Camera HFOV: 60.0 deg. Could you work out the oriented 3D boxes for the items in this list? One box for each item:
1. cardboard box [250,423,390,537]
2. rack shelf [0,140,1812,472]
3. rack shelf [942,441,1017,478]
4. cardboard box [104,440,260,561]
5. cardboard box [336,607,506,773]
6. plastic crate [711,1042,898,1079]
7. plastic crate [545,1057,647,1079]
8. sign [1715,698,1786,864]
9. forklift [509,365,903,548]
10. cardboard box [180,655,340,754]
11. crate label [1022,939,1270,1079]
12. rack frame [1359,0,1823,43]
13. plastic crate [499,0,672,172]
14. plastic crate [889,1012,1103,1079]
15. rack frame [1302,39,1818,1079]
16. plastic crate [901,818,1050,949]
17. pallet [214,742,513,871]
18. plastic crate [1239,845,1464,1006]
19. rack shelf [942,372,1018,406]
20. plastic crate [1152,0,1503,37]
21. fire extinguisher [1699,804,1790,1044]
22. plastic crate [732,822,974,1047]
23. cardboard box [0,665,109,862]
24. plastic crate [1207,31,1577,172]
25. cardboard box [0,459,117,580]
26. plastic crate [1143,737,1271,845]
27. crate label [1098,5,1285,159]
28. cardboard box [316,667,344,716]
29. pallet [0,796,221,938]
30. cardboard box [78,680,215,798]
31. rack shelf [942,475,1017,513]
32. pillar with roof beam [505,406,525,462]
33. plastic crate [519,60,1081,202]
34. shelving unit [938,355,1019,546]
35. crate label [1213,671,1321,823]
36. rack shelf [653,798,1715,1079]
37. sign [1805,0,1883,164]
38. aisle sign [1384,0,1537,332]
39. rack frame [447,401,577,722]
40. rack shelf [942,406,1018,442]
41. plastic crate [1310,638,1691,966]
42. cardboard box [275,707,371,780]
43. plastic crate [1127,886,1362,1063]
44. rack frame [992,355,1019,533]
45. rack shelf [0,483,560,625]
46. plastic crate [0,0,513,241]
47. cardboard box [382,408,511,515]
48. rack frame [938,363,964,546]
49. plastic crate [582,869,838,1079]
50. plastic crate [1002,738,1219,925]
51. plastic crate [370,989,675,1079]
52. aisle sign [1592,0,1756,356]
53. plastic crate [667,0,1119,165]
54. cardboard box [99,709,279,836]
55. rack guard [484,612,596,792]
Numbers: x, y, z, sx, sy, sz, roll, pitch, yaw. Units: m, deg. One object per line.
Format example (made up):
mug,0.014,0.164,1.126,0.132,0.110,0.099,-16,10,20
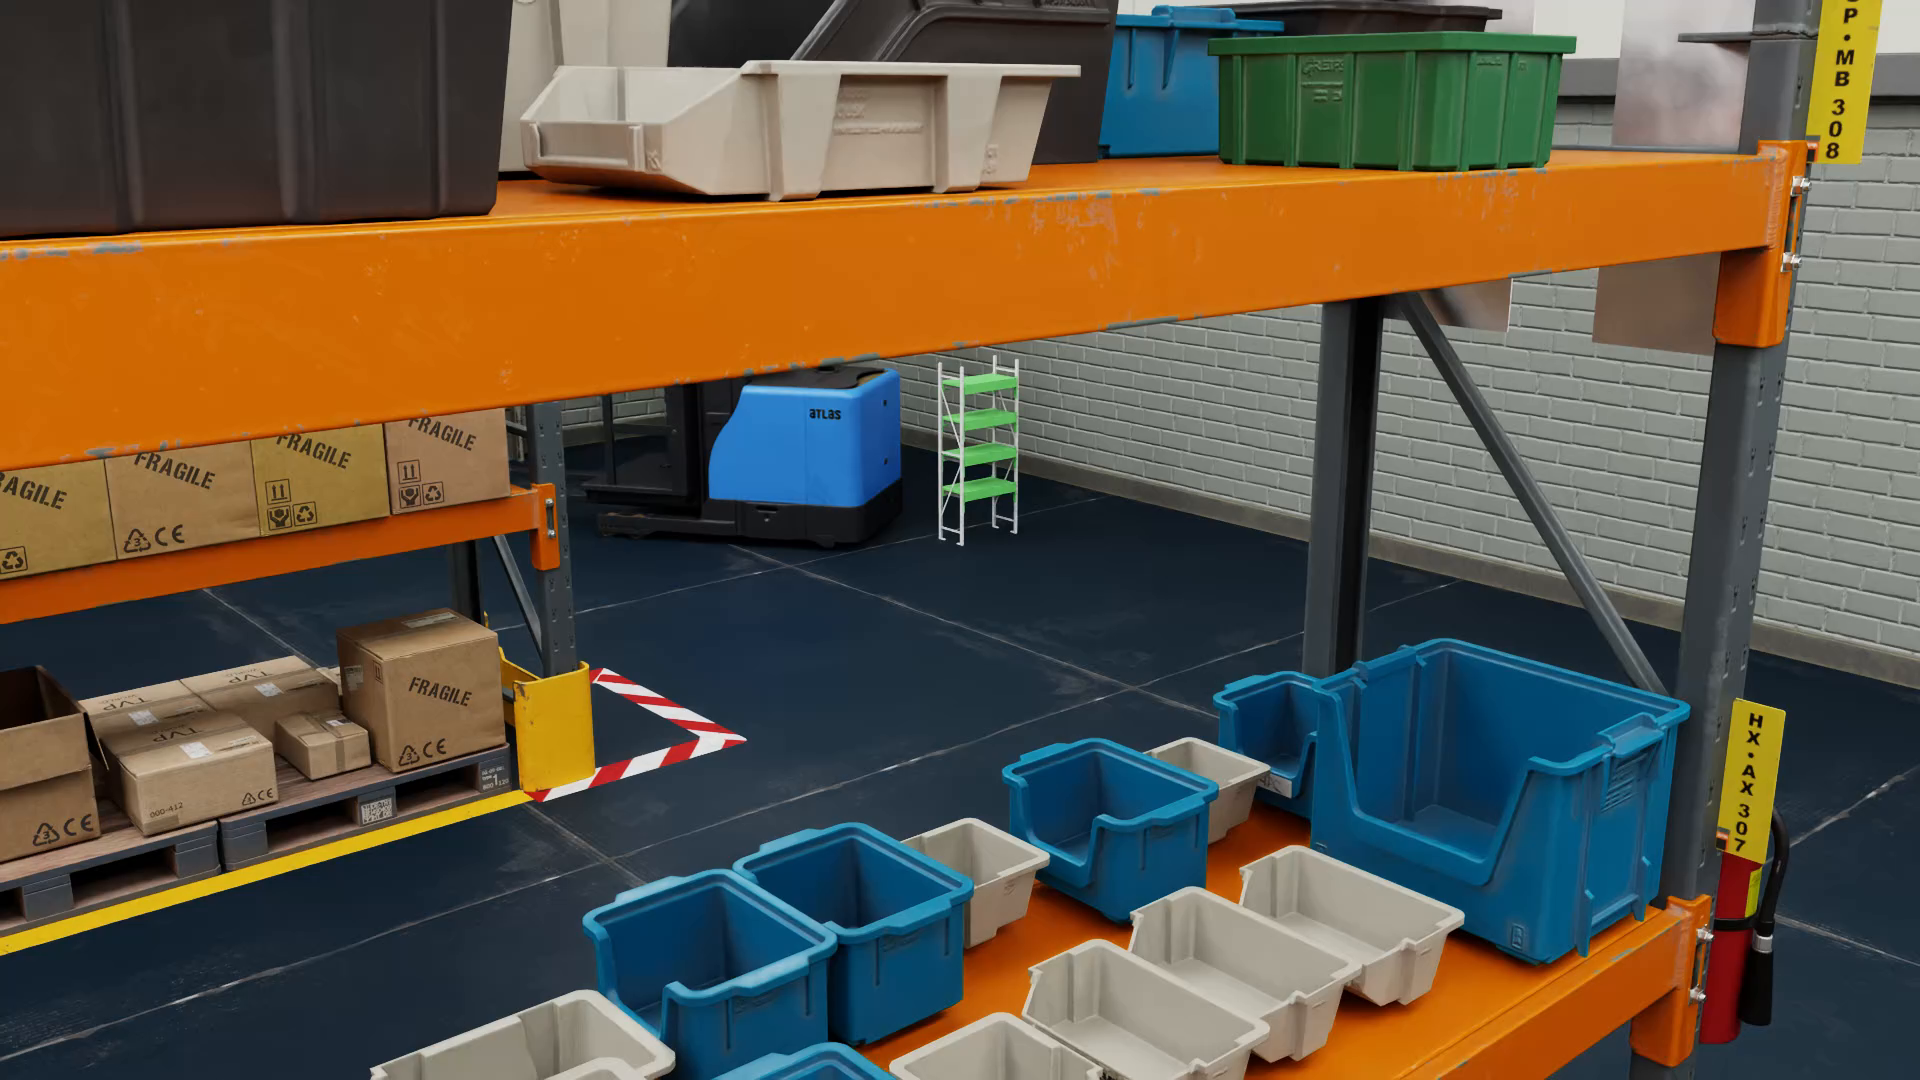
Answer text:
cardboard box,-2.594,-0.340,6.516,0.500,0.500,0.500,-12,19,-39
rack shelf,-0.306,-0.307,2.168,4.000,0.370,1.077,-13,19,-39
rack shelf,0.125,-0.546,11.217,0.480,0.148,0.258,-13,19,-39
cardboard box,-2.974,-0.256,6.204,0.500,0.500,0.500,-12,19,-39
cardboard box,-2.295,0.626,7.085,0.500,0.500,0.500,-13,19,-39
plastic crate,-0.178,0.906,2.255,0.300,0.233,0.416,-13,19,-39
plastic crate,-0.542,0.939,2.036,0.530,0.282,0.437,-13,19,-39
sign,1.576,0.481,3.319,0.005,0.325,0.100,-13,19,-39
forklift,-1.977,-1.551,11.377,3.031,2.935,1.130,4,15,14
cardboard box,-3.020,0.728,7.186,0.500,0.250,0.500,-13,19,-39
crate label,0.284,0.826,2.740,0.243,0.136,0.396,-13,19,-39
rack frame,1.203,-2.442,2.956,0.127,3.000,1.000,-13,19,-39
plastic crate,-0.672,-0.621,2.178,0.530,0.282,0.437,-13,19,-39
plastic crate,0.073,0.880,2.539,0.250,0.136,0.298,-13,19,-39
rack frame,1.203,0.456,3.731,0.127,3.000,1.000,-13,19,-39
plastic crate,-0.008,0.685,3.267,0.298,0.136,0.250,-13,19,-39
pallet,-2.704,0.986,7.149,1.213,0.211,1.003,-13,19,-39
plastic crate,0.706,0.728,3.108,0.243,0.136,0.396,-13,19,-39
rack shelf,0.125,-1.010,11.093,0.480,0.148,0.258,-13,19,-39
plastic crate,0.729,-0.919,3.319,0.590,0.269,0.497,-13,19,-39
fire extinguisher,1.615,0.736,3.553,0.183,0.674,0.296,-13,19,-39
plastic crate,-0.193,0.709,2.993,0.300,0.233,0.416,-13,19,-39
cardboard box,-3.650,0.843,6.267,0.637,0.503,0.797,-13,19,-39
plastic crate,0.646,-0.668,2.537,0.336,0.188,0.450,-13,19,-39
cardboard box,-3.355,-0.171,5.884,0.500,0.500,0.500,-13,20,-40
plastic crate,0.504,0.570,3.697,0.298,0.136,0.250,-13,19,-39
crate label,0.294,-0.828,3.013,0.502,0.251,0.408,-13,19,-39
cardboard box,-2.776,0.694,7.478,0.250,0.166,0.380,-13,19,-39
pallet,-3.624,1.192,6.379,1.213,0.211,1.003,-13,19,-39
cardboard box,-3.397,0.813,6.869,0.500,0.250,0.500,-13,19,-39
rack shelf,0.125,-0.314,11.279,0.480,0.148,0.258,-13,19,-39
pillar with roof beam,-1.006,-4.159,9.382,0.400,9.000,9.100,-13,19,-39
plastic crate,-0.193,-0.468,1.886,0.530,0.136,0.437,-13,19,-39
shelving unit,0.125,-0.608,11.200,0.503,1.200,0.258,-13,19,-39
crate label,0.800,0.486,3.828,0.303,0.233,0.416,-13,19,-39
rack shelf,-0.306,1.142,2.555,4.000,0.370,1.077,-13,19,-39
sign,1.576,-0.838,2.966,0.005,0.325,0.100,-13,19,-39
aisle sign,1.062,-0.870,3.657,0.004,0.787,0.394,-13,19,-39
rack frame,-2.046,-0.509,7.343,0.127,3.000,1.000,-13,19,-39
rack shelf,0.125,-0.778,11.155,0.480,0.148,0.258,-13,19,-39
plastic crate,1.073,0.503,3.370,0.499,0.435,0.616,-13,19,-39
cardboard box,-2.659,0.838,6.936,0.250,0.166,0.380,-13,19,-39
plastic crate,0.478,0.774,2.935,0.243,0.136,0.396,-13,19,-39
rack frame,0.309,-0.649,11.355,0.015,1.200,0.240,-13,19,-39
rack shelf,-3.555,0.177,6.168,4.000,0.370,1.077,-13,19,-39
plastic crate,-0.698,-0.410,1.412,0.590,0.269,0.497,-13,19,-39
cardboard box,-2.205,-0.428,6.848,0.500,0.500,0.500,-12,19,-38
rack frame,-0.059,-0.566,11.045,0.015,1.200,0.240,-13,19,-39
plastic crate,-0.419,0.759,2.802,0.300,0.233,0.416,-13,19,-39
plastic crate,0.304,0.597,3.410,0.300,0.233,0.416,-13,19,-39
plastic crate,-0.699,0.878,2.544,0.466,0.136,0.293,-13,19,-39
aisle sign,1.449,-0.755,3.227,0.004,0.787,0.394,-13,19,-39
plastic crate,-0.130,-0.758,2.583,0.767,0.338,0.504,-13,19,-39
cardboard box,-3.031,0.902,6.536,0.500,0.250,0.500,-13,19,-39
rack guard,-2.104,0.712,7.618,0.348,0.500,1.175,-13,19,-39
